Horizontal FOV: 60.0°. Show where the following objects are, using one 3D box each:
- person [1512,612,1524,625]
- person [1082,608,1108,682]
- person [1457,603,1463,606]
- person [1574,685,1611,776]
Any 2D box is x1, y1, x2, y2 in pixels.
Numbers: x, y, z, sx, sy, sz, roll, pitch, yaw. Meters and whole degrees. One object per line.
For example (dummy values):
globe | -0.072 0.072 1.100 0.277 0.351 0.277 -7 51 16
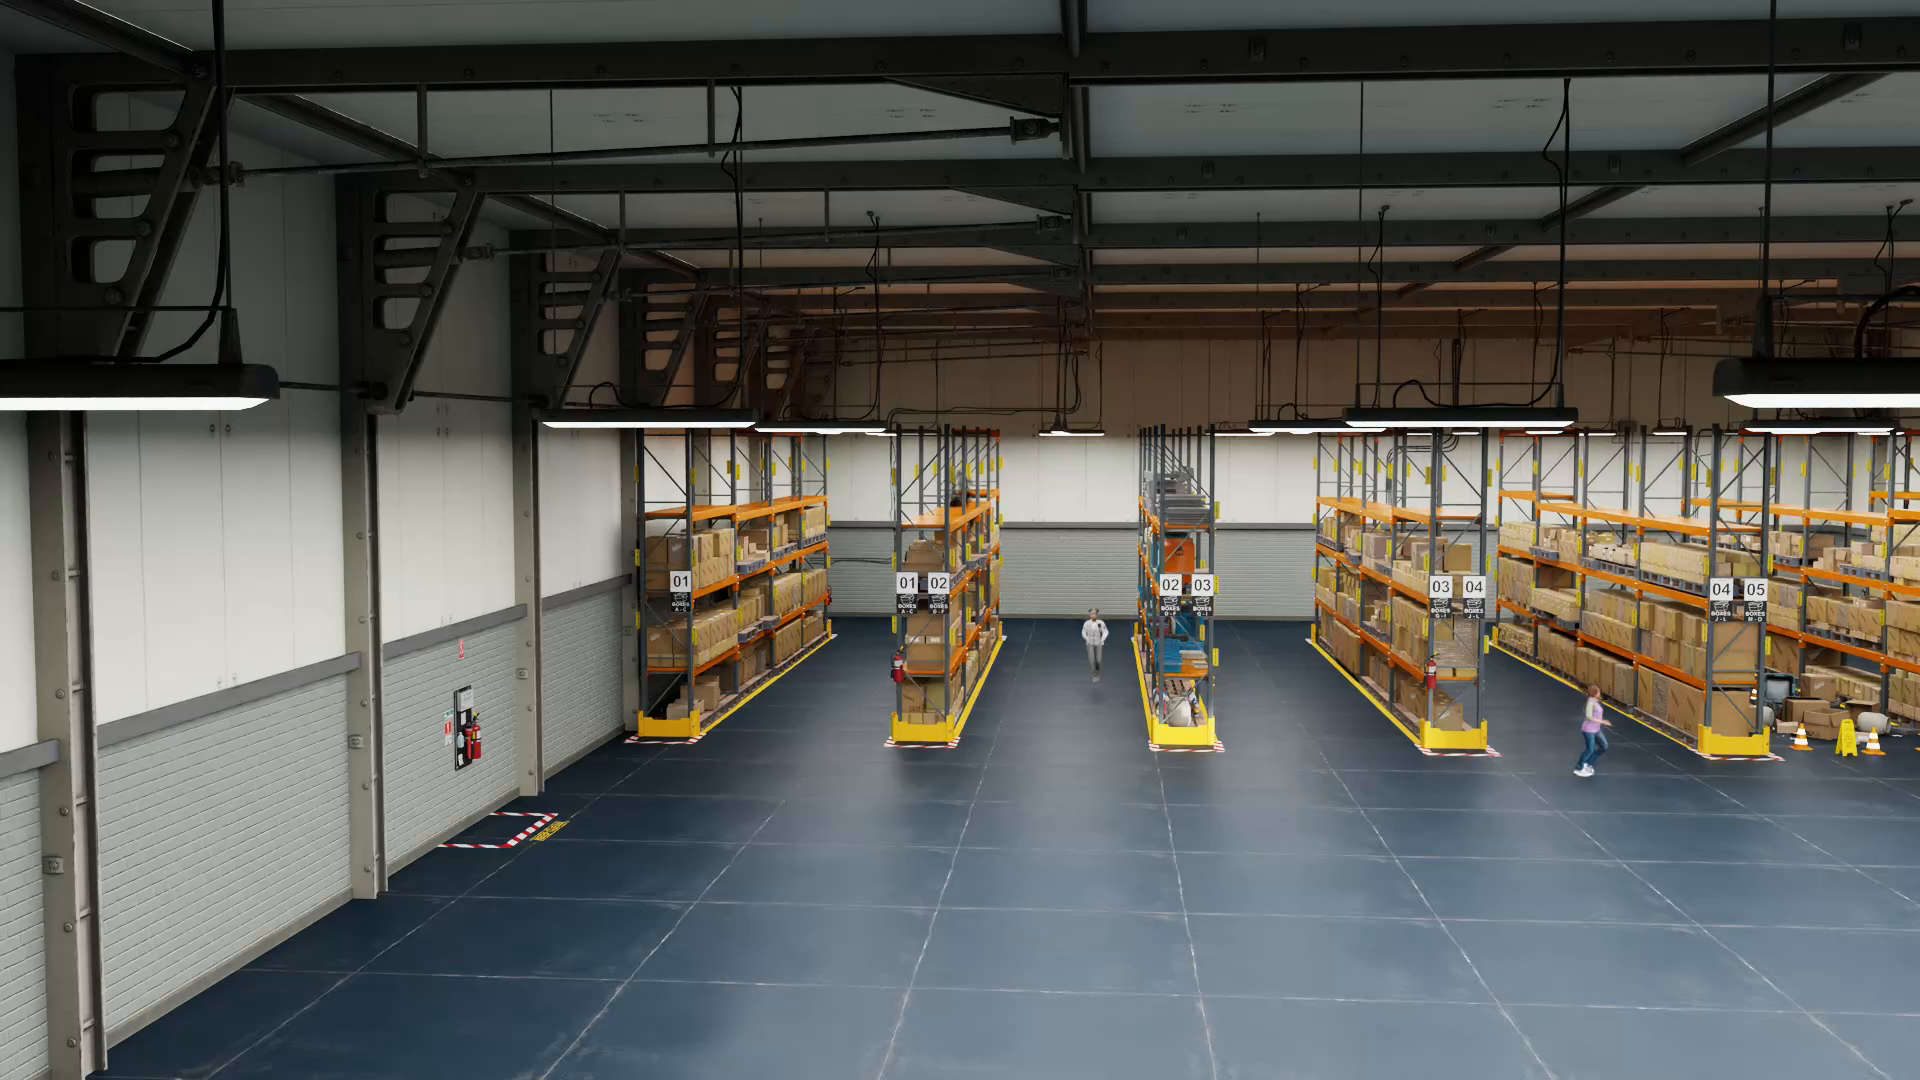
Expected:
person | 16.018 1.989 47.545 0.775 1.720 0.590 -3 5 -45
person | 3.002 2.347 37.042 0.589 1.680 0.528 0 3 6
person | 13.411 2.239 44.349 0.543 1.566 0.563 1 4 13
person | 10.680 3.221 28.041 0.615 1.568 0.535 3 4 37
